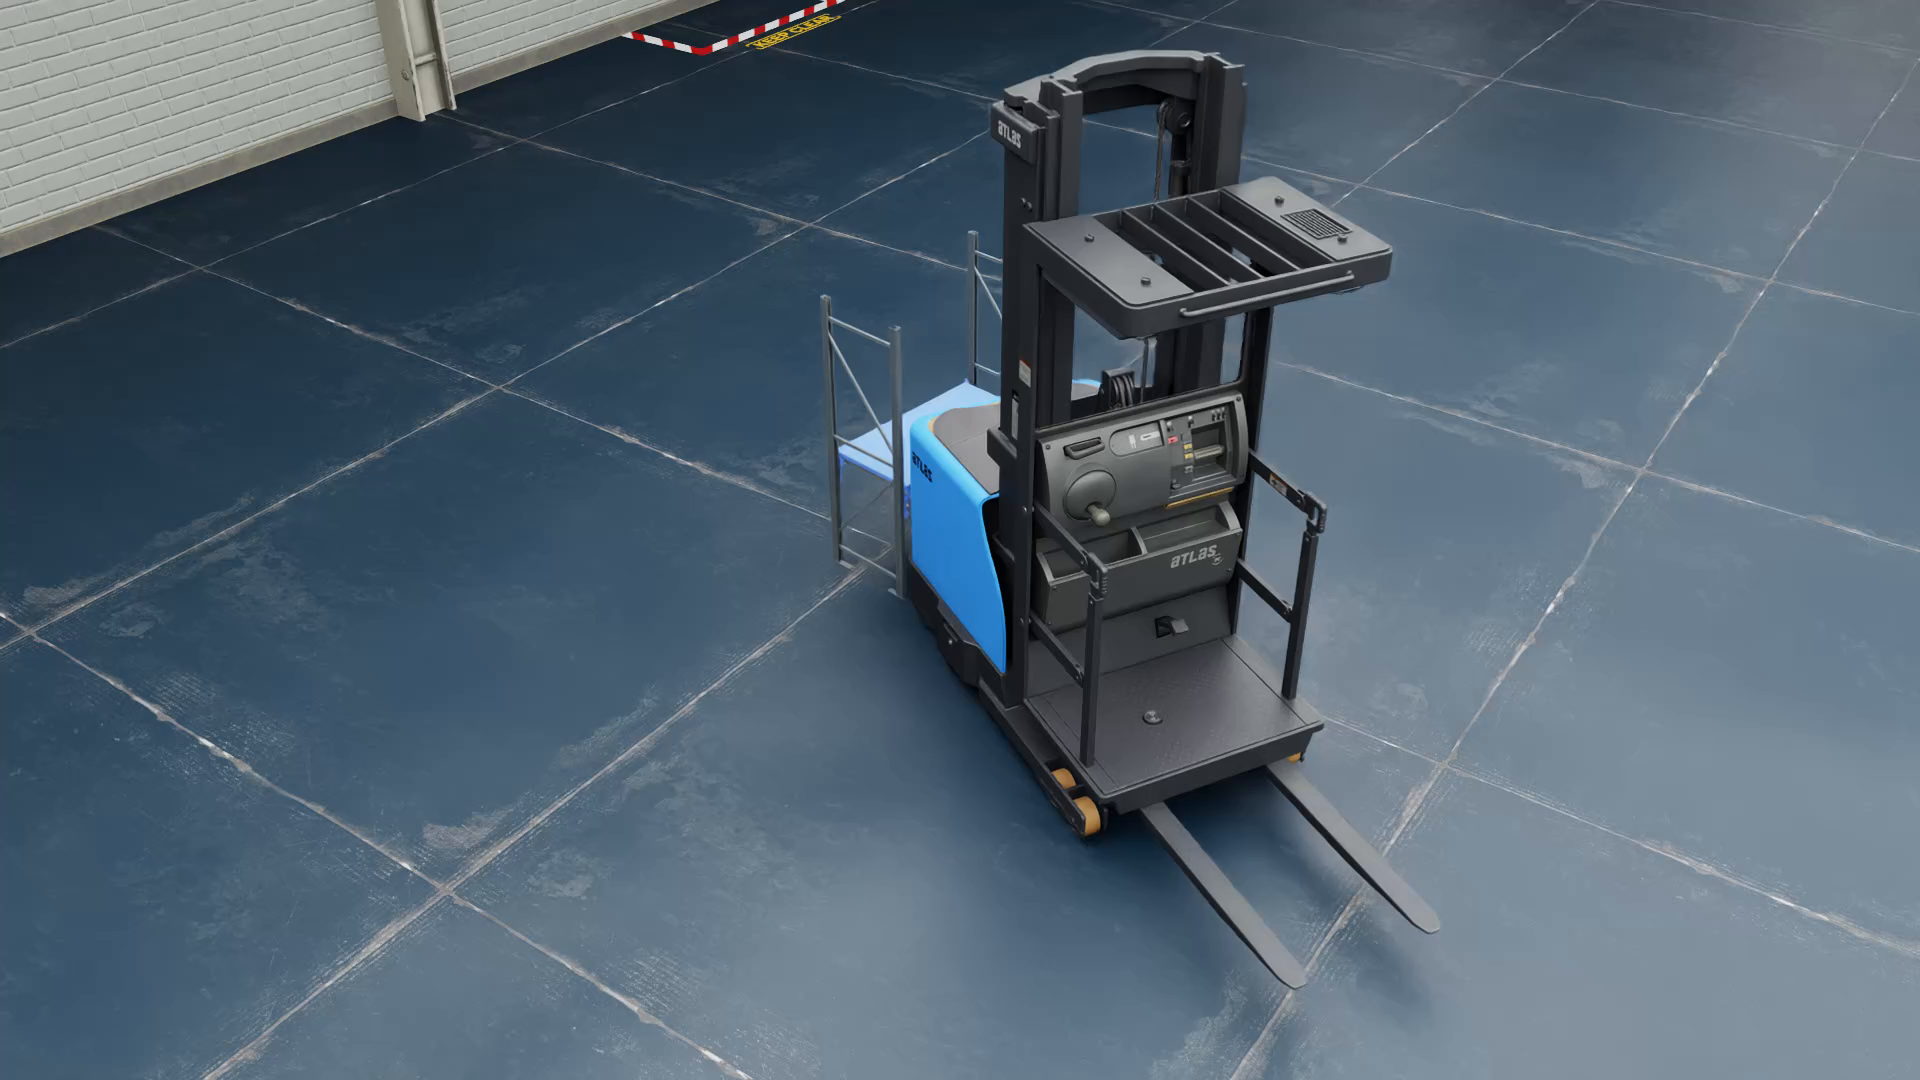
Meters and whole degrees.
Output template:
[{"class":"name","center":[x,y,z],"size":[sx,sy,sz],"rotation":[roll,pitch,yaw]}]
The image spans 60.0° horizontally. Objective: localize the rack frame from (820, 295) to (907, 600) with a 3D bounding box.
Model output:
[{"class":"rack frame","center":[-0.460,-0.423,8.036],"size":[0.500,1.500,0.032],"rotation":[28,43,34]}]

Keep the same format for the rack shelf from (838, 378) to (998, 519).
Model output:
[{"class":"rack shelf","center":[-0.113,-0.482,8.445],"size":[0.538,0.185,1.000],"rotation":[28,43,34]}]

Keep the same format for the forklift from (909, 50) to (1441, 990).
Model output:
[{"class":"forklift","center":[0.844,-0.262,6.521],"size":[1.130,2.935,3.031],"rotation":[-15,37,-21]}]

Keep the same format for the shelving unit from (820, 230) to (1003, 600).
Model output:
[{"class":"shelving unit","center":[-0.113,-0.631,8.344],"size":[0.538,1.500,1.048],"rotation":[28,43,34]}]

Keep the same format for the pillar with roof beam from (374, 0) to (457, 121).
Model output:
[{"class":"pillar with roof beam","center":[-0.998,-5.999,9.588],"size":[9.100,9.000,0.400],"rotation":[21,39,28]}]

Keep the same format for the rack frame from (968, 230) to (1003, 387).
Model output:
[{"class":"rack frame","center":[0.233,-0.839,8.652],"size":[0.500,1.500,0.032],"rotation":[28,43,34]}]
